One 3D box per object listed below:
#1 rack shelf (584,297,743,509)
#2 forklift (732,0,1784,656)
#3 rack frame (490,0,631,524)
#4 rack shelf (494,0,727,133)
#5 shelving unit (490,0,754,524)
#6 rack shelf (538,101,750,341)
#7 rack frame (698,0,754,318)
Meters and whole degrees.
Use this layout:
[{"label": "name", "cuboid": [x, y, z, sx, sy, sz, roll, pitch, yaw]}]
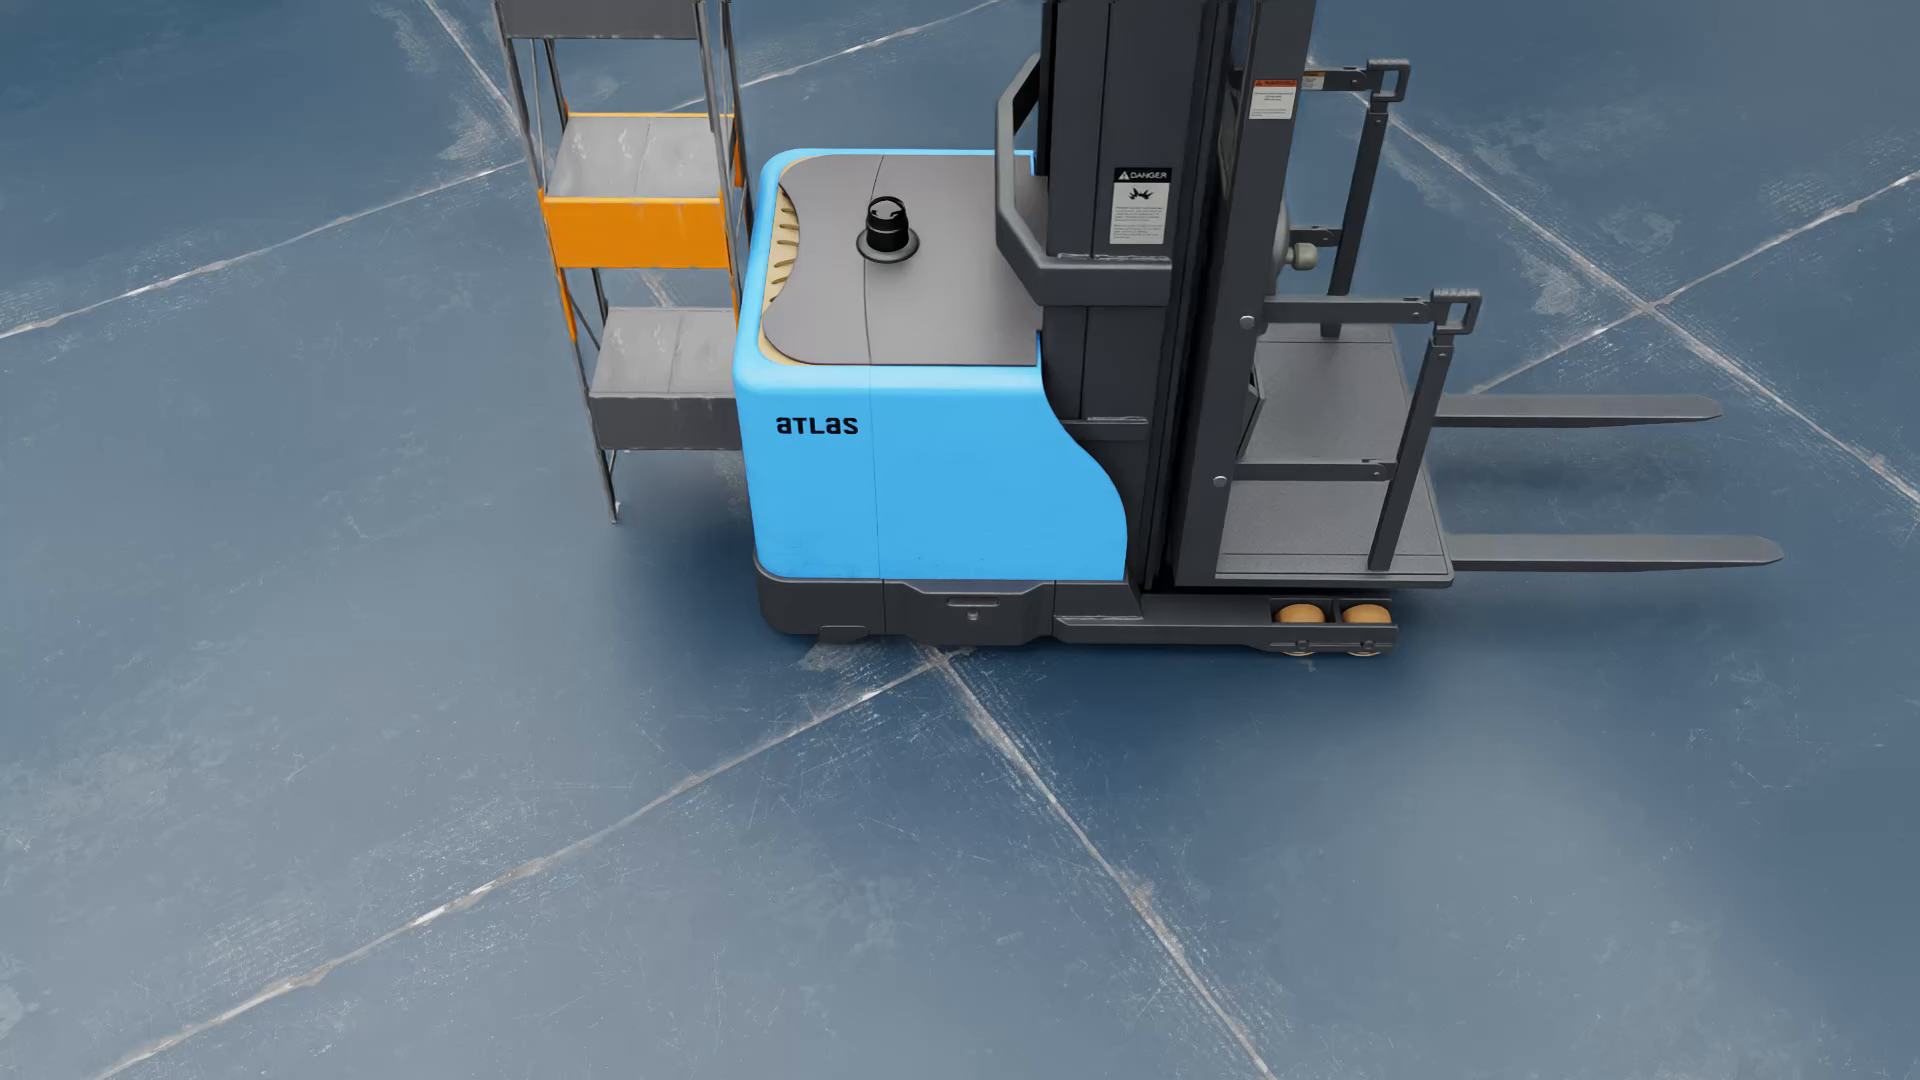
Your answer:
[{"label": "rack shelf", "cuboid": [-0.857, -0.422, 5.175, 0.480, 0.518, 0.431, 0, 48, 0]}, {"label": "forklift", "cuboid": [0.922, -1.032, 4.206, 3.031, 2.935, 1.130, 0, 48, 0]}, {"label": "rack frame", "cuboid": [-1.101, -0.898, 4.643, 0.015, 2.100, 0.400, 0, 48, 0]}, {"label": "rack shelf", "cuboid": [-0.857, -1.353, 4.130, 0.480, 0.518, 0.431, 0, 48, 0]}, {"label": "shelving unit", "cuboid": [-0.857, -0.896, 4.642, 0.503, 2.100, 0.431, 0, 48, 0]}, {"label": "rack shelf", "cuboid": [-0.857, -0.887, 4.652, 0.480, 0.518, 0.431, 0, 48, 0]}, {"label": "rack frame", "cuboid": [-0.613, -0.895, 4.641, 0.015, 2.100, 0.400, 0, 48, 0]}]
